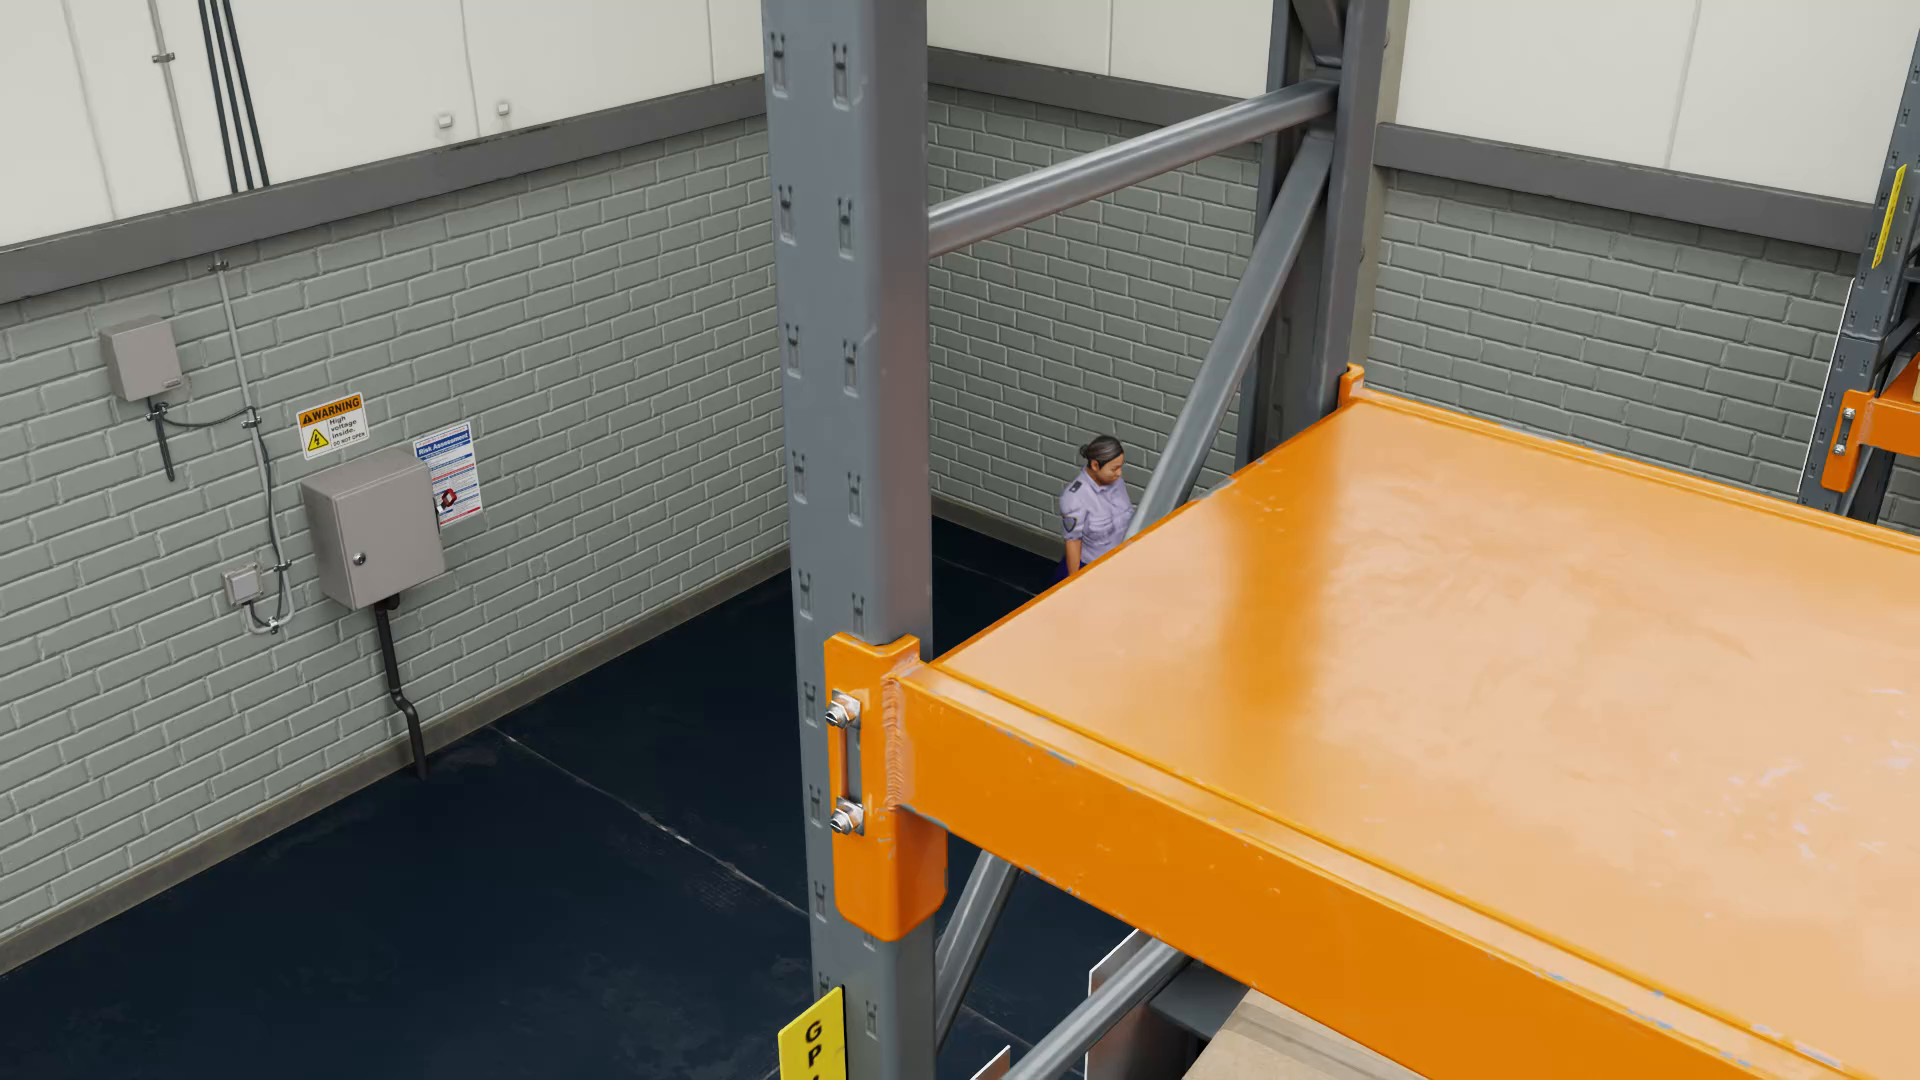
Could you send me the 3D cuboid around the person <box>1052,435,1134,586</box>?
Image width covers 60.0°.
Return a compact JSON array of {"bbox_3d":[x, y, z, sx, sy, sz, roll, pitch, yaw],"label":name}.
[{"bbox_3d":[0.709,0.205,8.668,0.339,1.641,0.470,22,35,35],"label":"person"}]
